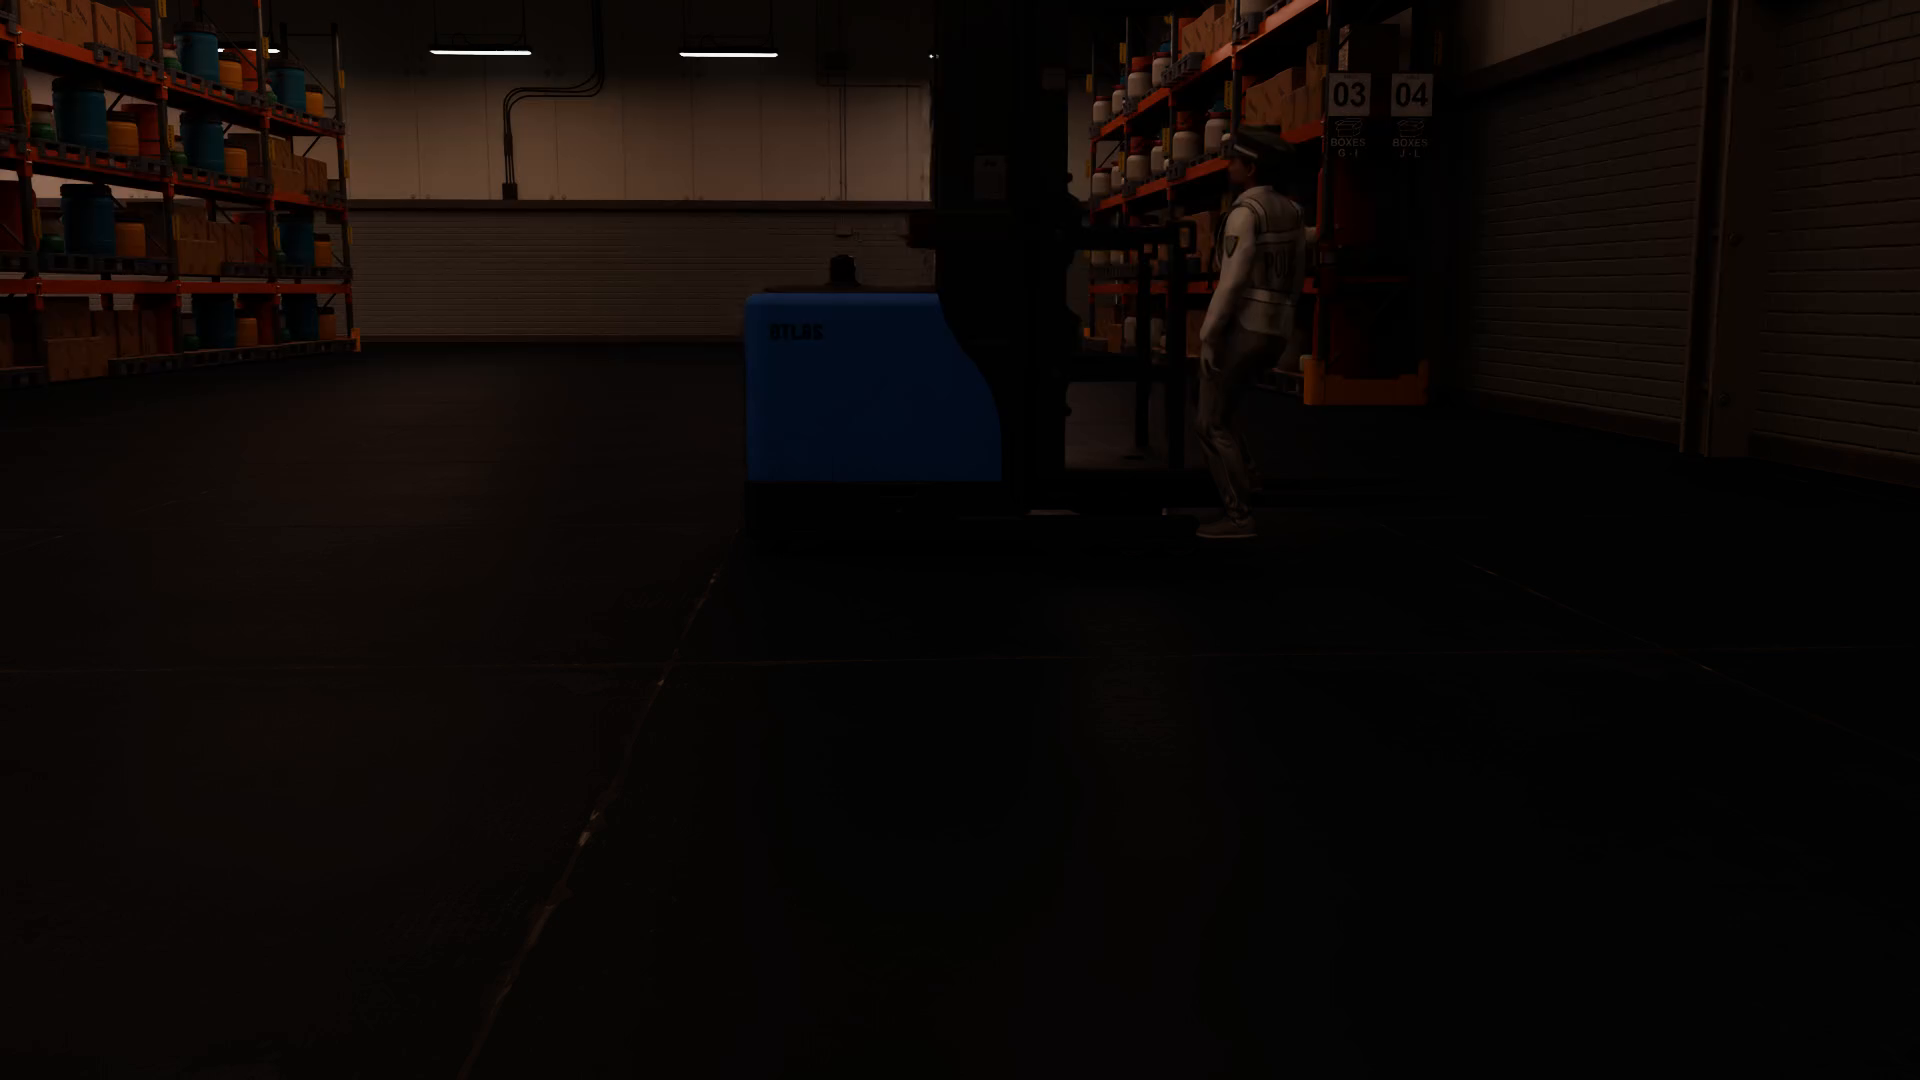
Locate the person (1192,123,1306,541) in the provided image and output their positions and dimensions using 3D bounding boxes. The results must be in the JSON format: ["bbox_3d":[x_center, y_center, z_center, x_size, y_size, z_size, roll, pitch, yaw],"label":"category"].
[{"bbox_3d":[1.092,-0.827,6.722,0.552,1.661,0.588,7,11,40],"label":"person"}]

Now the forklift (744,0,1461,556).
[{"bbox_3d":[0.607,-1.460,7.164,3.031,2.935,1.130,0,8,-2],"label":"forklift"}]
